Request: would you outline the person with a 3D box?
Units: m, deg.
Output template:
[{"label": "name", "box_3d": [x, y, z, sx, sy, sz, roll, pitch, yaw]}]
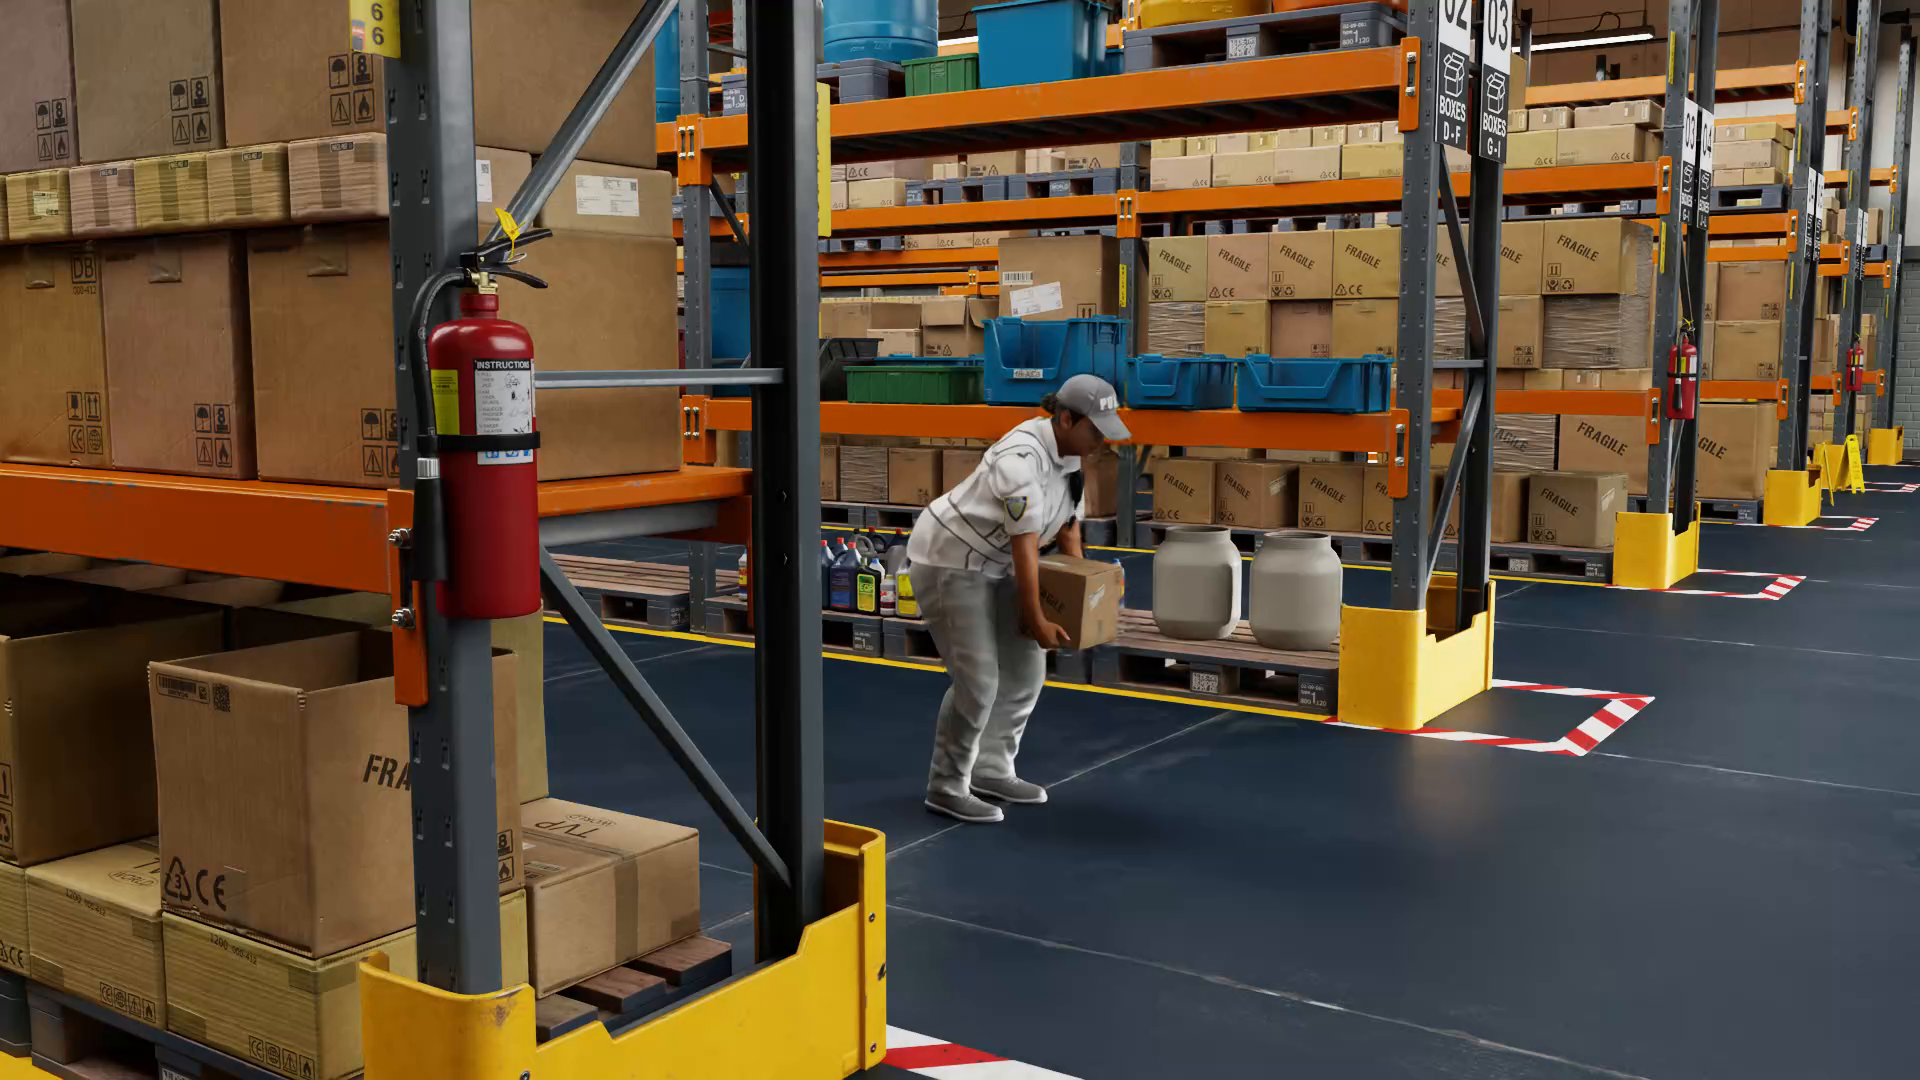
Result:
[{"label": "person", "box_3d": [0.203, 0.193, 5.592, 0.774, 1.493, 0.456, 4, 8, 32]}]
